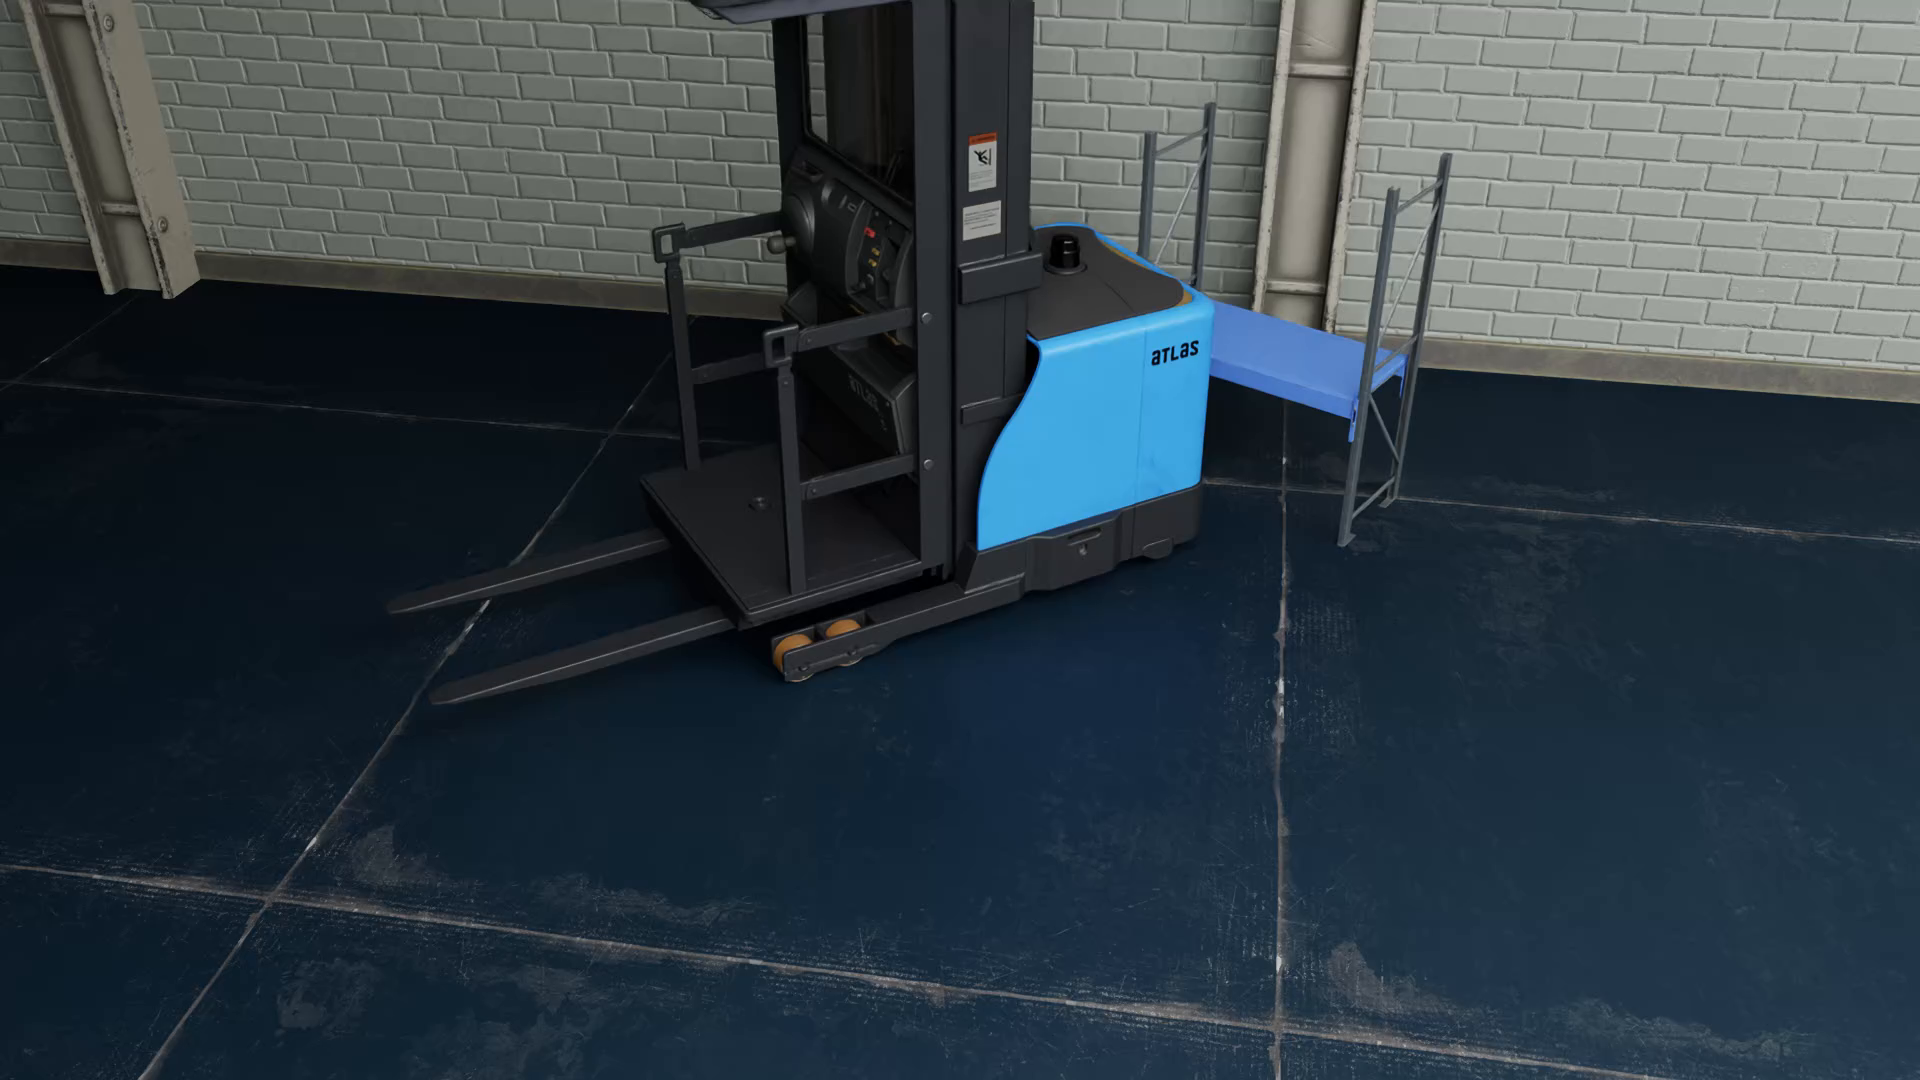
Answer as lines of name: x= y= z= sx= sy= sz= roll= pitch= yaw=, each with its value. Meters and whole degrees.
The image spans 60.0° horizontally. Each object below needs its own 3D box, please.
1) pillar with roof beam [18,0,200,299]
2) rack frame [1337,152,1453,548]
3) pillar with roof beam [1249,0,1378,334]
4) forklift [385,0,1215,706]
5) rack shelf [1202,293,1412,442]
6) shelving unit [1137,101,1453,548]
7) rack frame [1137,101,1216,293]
pillar with roof beam: x=-5.056 y=-2.935 z=2.957 sx=0.400 sy=9.000 sz=9.100 roll=5 pitch=32 yaw=8
rack frame: x=1.686 y=-0.714 z=6.477 sx=0.032 sy=1.500 sz=0.500 roll=22 pitch=38 yaw=31
pillar with roof beam: x=0.858 y=-2.399 z=2.101 sx=0.400 sy=9.000 sz=9.100 roll=5 pitch=32 yaw=8
forklift: x=-0.577 y=-1.057 z=5.677 sx=3.031 sy=2.935 sz=1.130 roll=-16 pitch=36 yaw=-24
rack shelf: x=1.283 y=-0.726 z=6.835 sx=1.000 sy=0.185 sz=0.538 roll=22 pitch=38 yaw=31
shelving unit: x=1.283 y=-0.878 z=6.740 sx=1.048 sy=1.500 sz=0.538 roll=22 pitch=38 yaw=31
rack frame: x=0.880 y=-1.043 z=7.002 sx=0.032 sy=1.500 sz=0.500 roll=22 pitch=38 yaw=31
